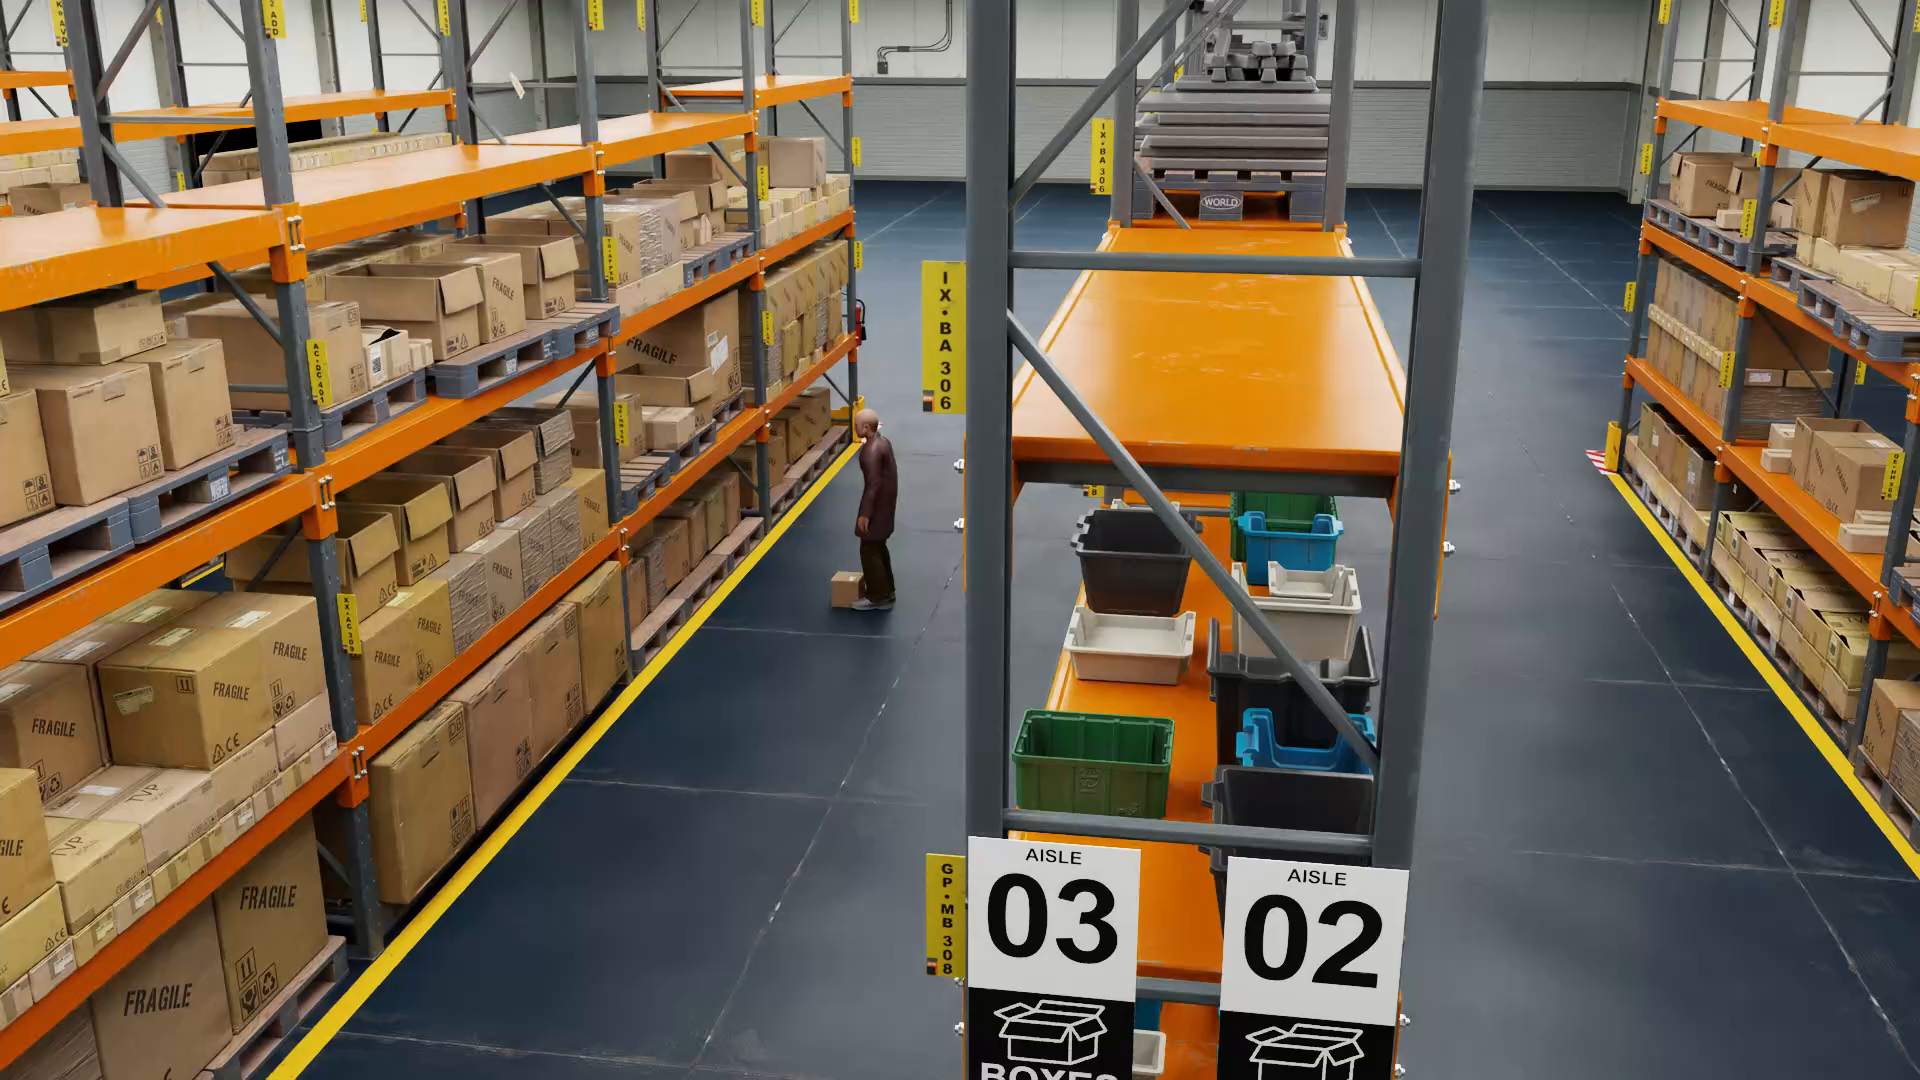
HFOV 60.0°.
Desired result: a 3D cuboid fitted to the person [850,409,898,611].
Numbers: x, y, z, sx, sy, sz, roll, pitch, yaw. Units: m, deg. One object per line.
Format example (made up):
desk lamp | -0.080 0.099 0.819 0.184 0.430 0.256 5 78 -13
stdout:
person | -0.746 -0.273 14.450 0.417 1.774 0.656 2 18 7
